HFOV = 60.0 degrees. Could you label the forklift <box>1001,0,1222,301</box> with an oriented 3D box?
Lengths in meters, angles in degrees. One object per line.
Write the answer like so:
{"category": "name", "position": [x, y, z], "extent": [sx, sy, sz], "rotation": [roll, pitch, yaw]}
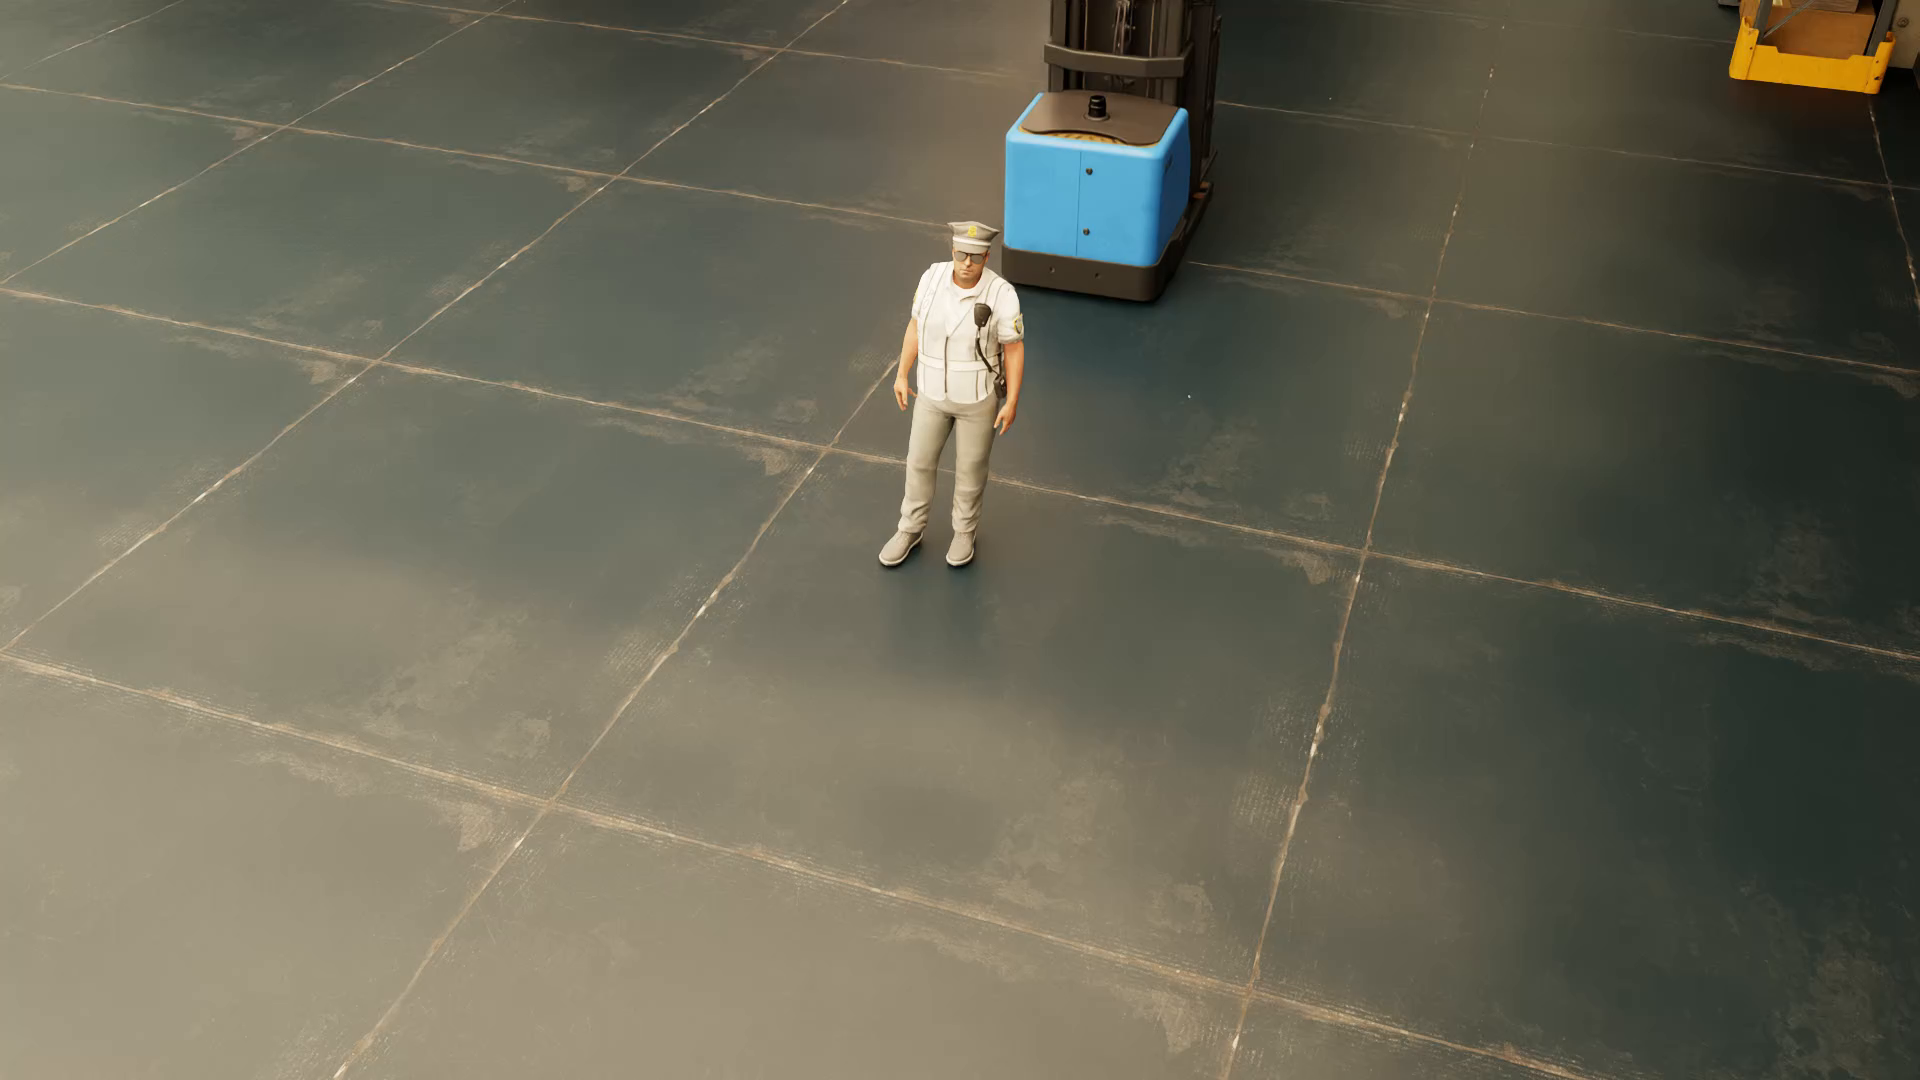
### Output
{"category": "forklift", "position": [1.209, -3.582, 11.164], "extent": [1.130, 2.935, 3.031], "rotation": [11, 37, 15]}

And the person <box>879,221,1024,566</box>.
{"category": "person", "position": [-0.037, -0.693, 8.068], "extent": [0.641, 1.780, 0.574], "rotation": [12, 37, 16]}
